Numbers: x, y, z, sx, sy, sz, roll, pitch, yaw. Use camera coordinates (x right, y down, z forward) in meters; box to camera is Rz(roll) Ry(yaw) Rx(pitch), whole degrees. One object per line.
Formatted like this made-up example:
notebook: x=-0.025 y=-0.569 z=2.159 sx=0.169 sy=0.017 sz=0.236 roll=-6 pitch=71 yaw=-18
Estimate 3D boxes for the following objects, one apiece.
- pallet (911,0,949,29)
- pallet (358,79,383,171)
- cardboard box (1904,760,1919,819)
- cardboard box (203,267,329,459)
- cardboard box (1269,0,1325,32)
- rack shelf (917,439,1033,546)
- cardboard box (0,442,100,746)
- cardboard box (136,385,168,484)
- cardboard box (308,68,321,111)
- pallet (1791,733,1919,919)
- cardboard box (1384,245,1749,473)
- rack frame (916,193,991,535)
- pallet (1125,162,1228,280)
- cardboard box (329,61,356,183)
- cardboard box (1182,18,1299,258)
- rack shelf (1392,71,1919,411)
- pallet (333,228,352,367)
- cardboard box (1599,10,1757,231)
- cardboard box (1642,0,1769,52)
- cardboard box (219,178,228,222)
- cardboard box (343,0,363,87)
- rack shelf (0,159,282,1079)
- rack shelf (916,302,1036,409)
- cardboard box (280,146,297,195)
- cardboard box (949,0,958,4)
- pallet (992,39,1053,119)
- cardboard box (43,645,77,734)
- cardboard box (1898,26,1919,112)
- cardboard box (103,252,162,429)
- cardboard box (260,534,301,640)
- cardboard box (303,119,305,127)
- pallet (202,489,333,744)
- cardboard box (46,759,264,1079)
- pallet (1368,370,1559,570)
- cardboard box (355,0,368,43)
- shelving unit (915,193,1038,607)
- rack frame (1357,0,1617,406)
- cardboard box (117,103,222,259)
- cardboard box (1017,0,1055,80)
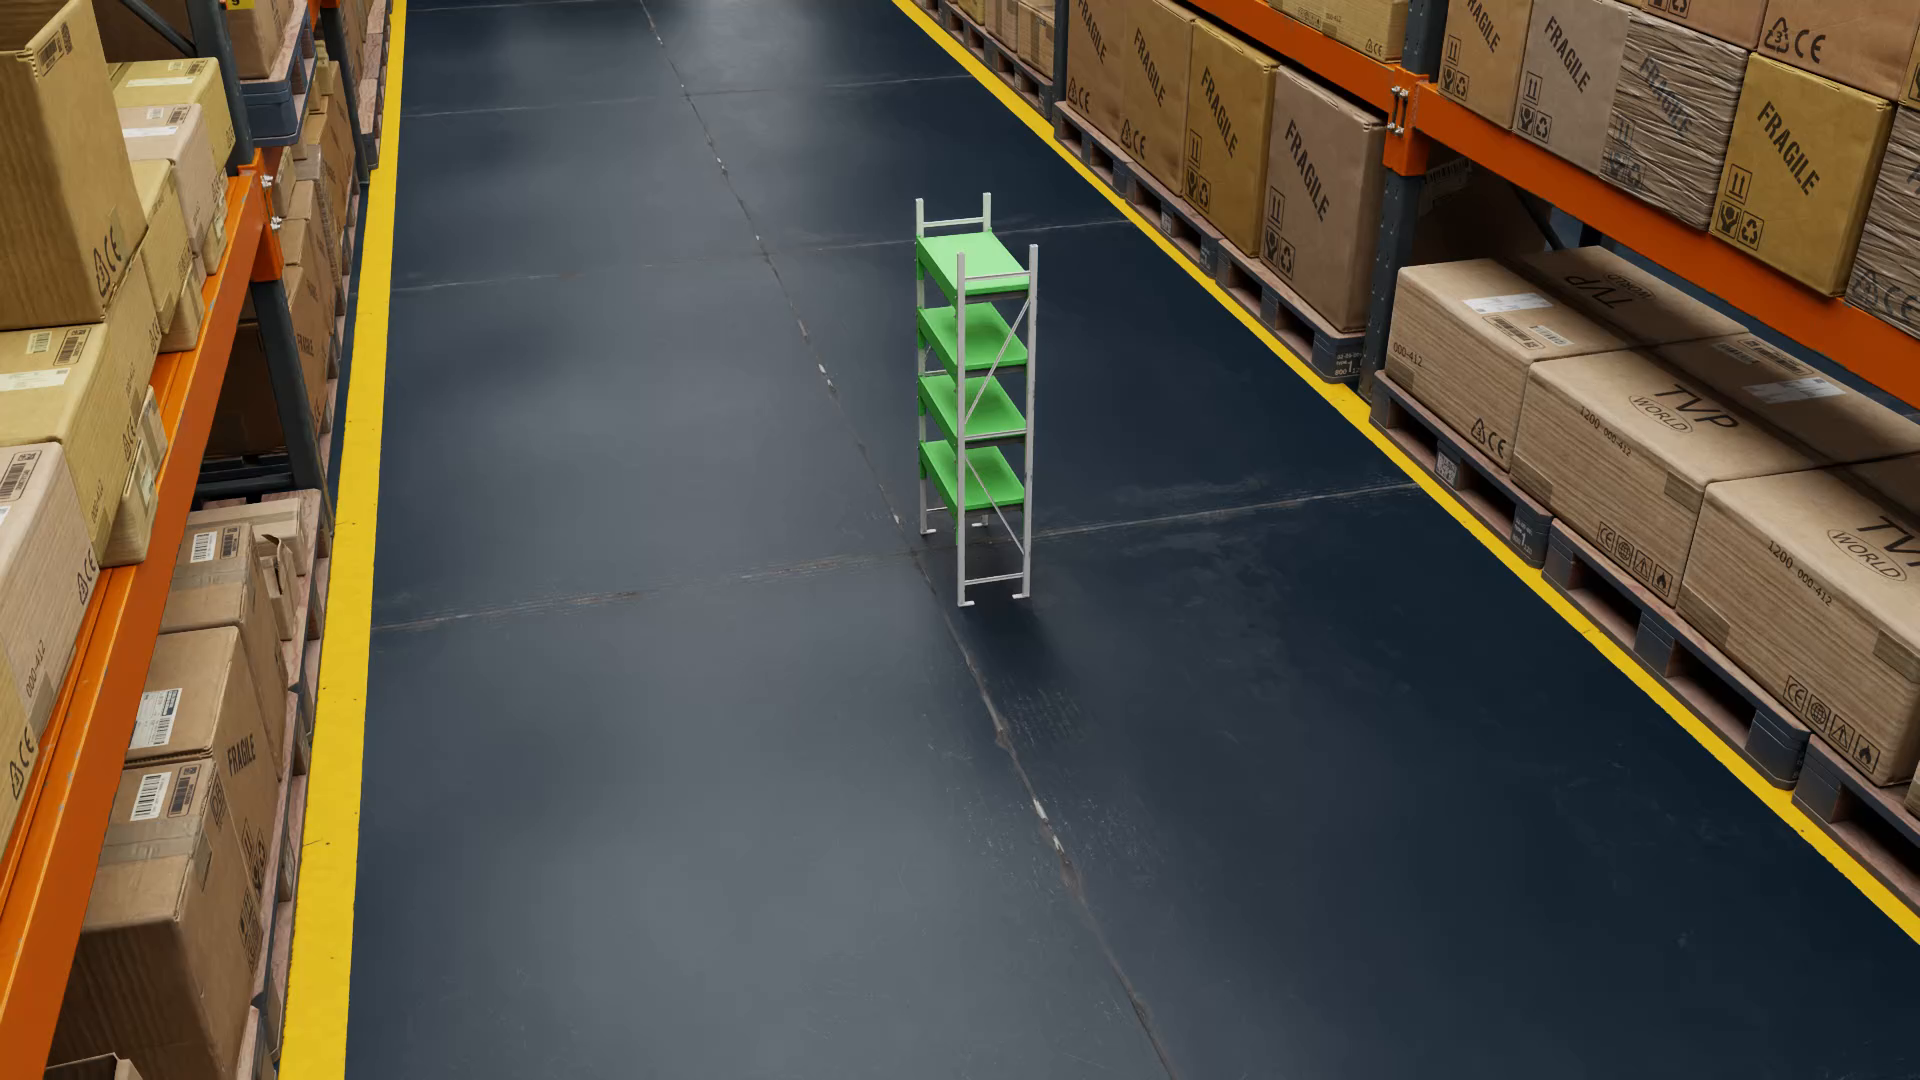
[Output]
pallet: x=0.200 y=-4.211 z=12.814 sx=1.003 sy=0.211 sz=1.213 roll=-8 pitch=31 yaw=-13
pallet: x=-3.912 y=-2.396 z=9.678 sx=1.003 sy=0.211 sz=1.213 roll=-8 pitch=31 yaw=-13
cardboard box: x=2.906 y=0.624 z=3.816 sx=0.875 sy=0.438 sz=0.875 roll=-9 pitch=31 yaw=-15
cardboard box: x=-2.581 y=-0.631 z=5.923 sx=0.500 sy=0.500 sz=0.500 roll=-7 pitch=31 yaw=-11
cardboard box: x=1.619 y=-2.294 z=6.869 sx=0.500 sy=0.250 sz=0.500 roll=-8 pitch=31 yaw=-14
rack shelf: x=0.044 y=-0.176 z=5.464 sx=0.258 sy=0.148 sz=0.480 roll=-8 pitch=31 yaw=-13
cardboard box: x=-1.602 y=0.102 z=2.433 sx=0.500 sy=0.250 sz=0.500 roll=-8 pitch=31 yaw=-13
cardboard box: x=-1.814 y=-0.176 z=3.310 sx=0.380 sy=0.149 sz=0.250 roll=-7 pitch=31 yaw=-12
cardboard box: x=-3.226 y=-2.115 z=7.838 sx=0.380 sy=0.149 sz=0.250 roll=-9 pitch=31 yaw=-15
pallet: x=2.890 y=0.833 z=4.100 sx=1.003 sy=0.211 sz=1.213 roll=-8 pitch=31 yaw=-13
cardboard box: x=2.179 y=-0.685 z=6.078 sx=0.875 sy=0.438 sz=0.875 roll=-8 pitch=31 yaw=-14
rack frame: x=-0.021 y=-0.557 z=5.515 sx=0.240 sy=1.200 sz=0.015 roll=-8 pitch=31 yaw=-13
pallet: x=1.511 y=-1.676 z=8.435 sx=1.003 sy=0.211 sz=1.213 roll=-8 pitch=31 yaw=-13
cardboard box: x=-3.411 y=-2.124 z=8.501 sx=0.500 sy=0.500 sz=0.500 roll=-7 pitch=31 yaw=-12
cardboard box: x=1.627 y=-1.916 z=7.768 sx=0.875 sy=0.875 sz=0.875 roll=-7 pitch=31 yaw=-12
rack shelf: x=2.646 y=-0.652 z=4.601 sx=1.077 sy=0.370 sz=4.000 roll=-8 pitch=31 yaw=-13
pallet: x=-3.249 y=-1.039 z=7.335 sx=1.003 sy=0.211 sz=1.213 roll=-8 pitch=31 yaw=-13
cardboard box: x=2.243 y=-1.227 z=4.775 sx=0.500 sy=0.500 sz=0.500 roll=-8 pitch=31 yaw=-13
cardboard box: x=2.262 y=-1.650 z=4.508 sx=0.500 sy=0.500 sz=0.500 roll=-7 pitch=31 yaw=-12
cardboard box: x=-2.251 y=-0.916 z=4.589 sx=0.380 sy=0.149 sz=0.250 roll=-7 pitch=31 yaw=-12
cardboard box: x=-4.064 y=-2.971 z=9.841 sx=0.875 sy=0.625 sz=0.625 roll=-7 pitch=31 yaw=-12
rack shelf: x=-2.138 y=0.009 z=3.458 sx=1.077 sy=0.370 sz=4.000 roll=-8 pitch=31 yaw=-13
rack shelf: x=0.044 y=-0.592 z=5.223 sx=0.258 sy=0.148 sz=0.480 roll=-8 pitch=31 yaw=-13
cardboard box: x=-2.915 y=-1.479 z=6.740 sx=0.380 sy=0.149 sz=0.250 roll=-7 pitch=31 yaw=-11
cardboard box: x=0.328 y=-4.238 z=12.282 sx=0.950 sy=0.372 sz=0.625 roll=-6 pitch=31 yaw=-10
pallet: x=0.848 y=-3.032 z=10.778 sx=1.003 sy=0.211 sz=1.213 roll=-8 pitch=31 yaw=-13
cardboard box: x=-1.654 y=0.208 z=2.647 sx=0.380 sy=0.149 sz=0.250 roll=-7 pitch=31 yaw=-12
cardboard box: x=2.525 y=-1.163 z=3.667 sx=0.500 sy=0.500 sz=0.500 roll=-8 pitch=31 yaw=-14
cardboard box: x=-1.896 y=-0.387 z=3.277 sx=0.500 sy=0.250 sz=0.500 roll=-9 pitch=31 yaw=-15
cardboard box: x=-2.143 y=0.136 z=4.831 sx=0.396 sy=0.266 sz=0.258 roll=-7 pitch=31 yaw=-11
cardboard box: x=-3.133 y=-1.861 z=7.399 sx=0.380 sy=0.149 sz=0.250 roll=-8 pitch=31 yaw=-14
pallet: x=-2.488 y=0.271 z=5.072 sx=1.003 sy=0.211 sz=1.213 roll=-8 pitch=31 yaw=-13
cardboard box: x=-1.868 y=0.838 z=3.384 sx=0.700 sy=0.500 sz=0.500 roll=-7 pitch=31 yaw=-11
pallet: x=2.242 y=-0.345 z=6.136 sx=1.003 sy=0.211 sz=1.213 roll=-8 pitch=31 yaw=-13
cardboard box: x=-4.445 y=-3.659 z=11.029 sx=0.875 sy=0.625 sz=0.625 roll=-8 pitch=31 yaw=-14
shelving unit: x=0.044 y=-0.439 z=5.311 sx=0.258 sy=1.200 sz=0.503 roll=-8 pitch=31 yaw=-13
rack frame: x=2.116 y=-1.930 z=6.090 sx=1.000 sy=3.000 sz=0.127 roll=-8 pitch=31 yaw=-13
cardboard box: x=-2.152 y=-0.878 z=4.126 sx=0.500 sy=0.250 sz=0.500 roll=-8 pitch=31 yaw=-13
cardboard box: x=0.913 y=-3.180 z=10.454 sx=0.950 sy=0.372 sz=0.625 roll=-10 pitch=32 yaw=-17
